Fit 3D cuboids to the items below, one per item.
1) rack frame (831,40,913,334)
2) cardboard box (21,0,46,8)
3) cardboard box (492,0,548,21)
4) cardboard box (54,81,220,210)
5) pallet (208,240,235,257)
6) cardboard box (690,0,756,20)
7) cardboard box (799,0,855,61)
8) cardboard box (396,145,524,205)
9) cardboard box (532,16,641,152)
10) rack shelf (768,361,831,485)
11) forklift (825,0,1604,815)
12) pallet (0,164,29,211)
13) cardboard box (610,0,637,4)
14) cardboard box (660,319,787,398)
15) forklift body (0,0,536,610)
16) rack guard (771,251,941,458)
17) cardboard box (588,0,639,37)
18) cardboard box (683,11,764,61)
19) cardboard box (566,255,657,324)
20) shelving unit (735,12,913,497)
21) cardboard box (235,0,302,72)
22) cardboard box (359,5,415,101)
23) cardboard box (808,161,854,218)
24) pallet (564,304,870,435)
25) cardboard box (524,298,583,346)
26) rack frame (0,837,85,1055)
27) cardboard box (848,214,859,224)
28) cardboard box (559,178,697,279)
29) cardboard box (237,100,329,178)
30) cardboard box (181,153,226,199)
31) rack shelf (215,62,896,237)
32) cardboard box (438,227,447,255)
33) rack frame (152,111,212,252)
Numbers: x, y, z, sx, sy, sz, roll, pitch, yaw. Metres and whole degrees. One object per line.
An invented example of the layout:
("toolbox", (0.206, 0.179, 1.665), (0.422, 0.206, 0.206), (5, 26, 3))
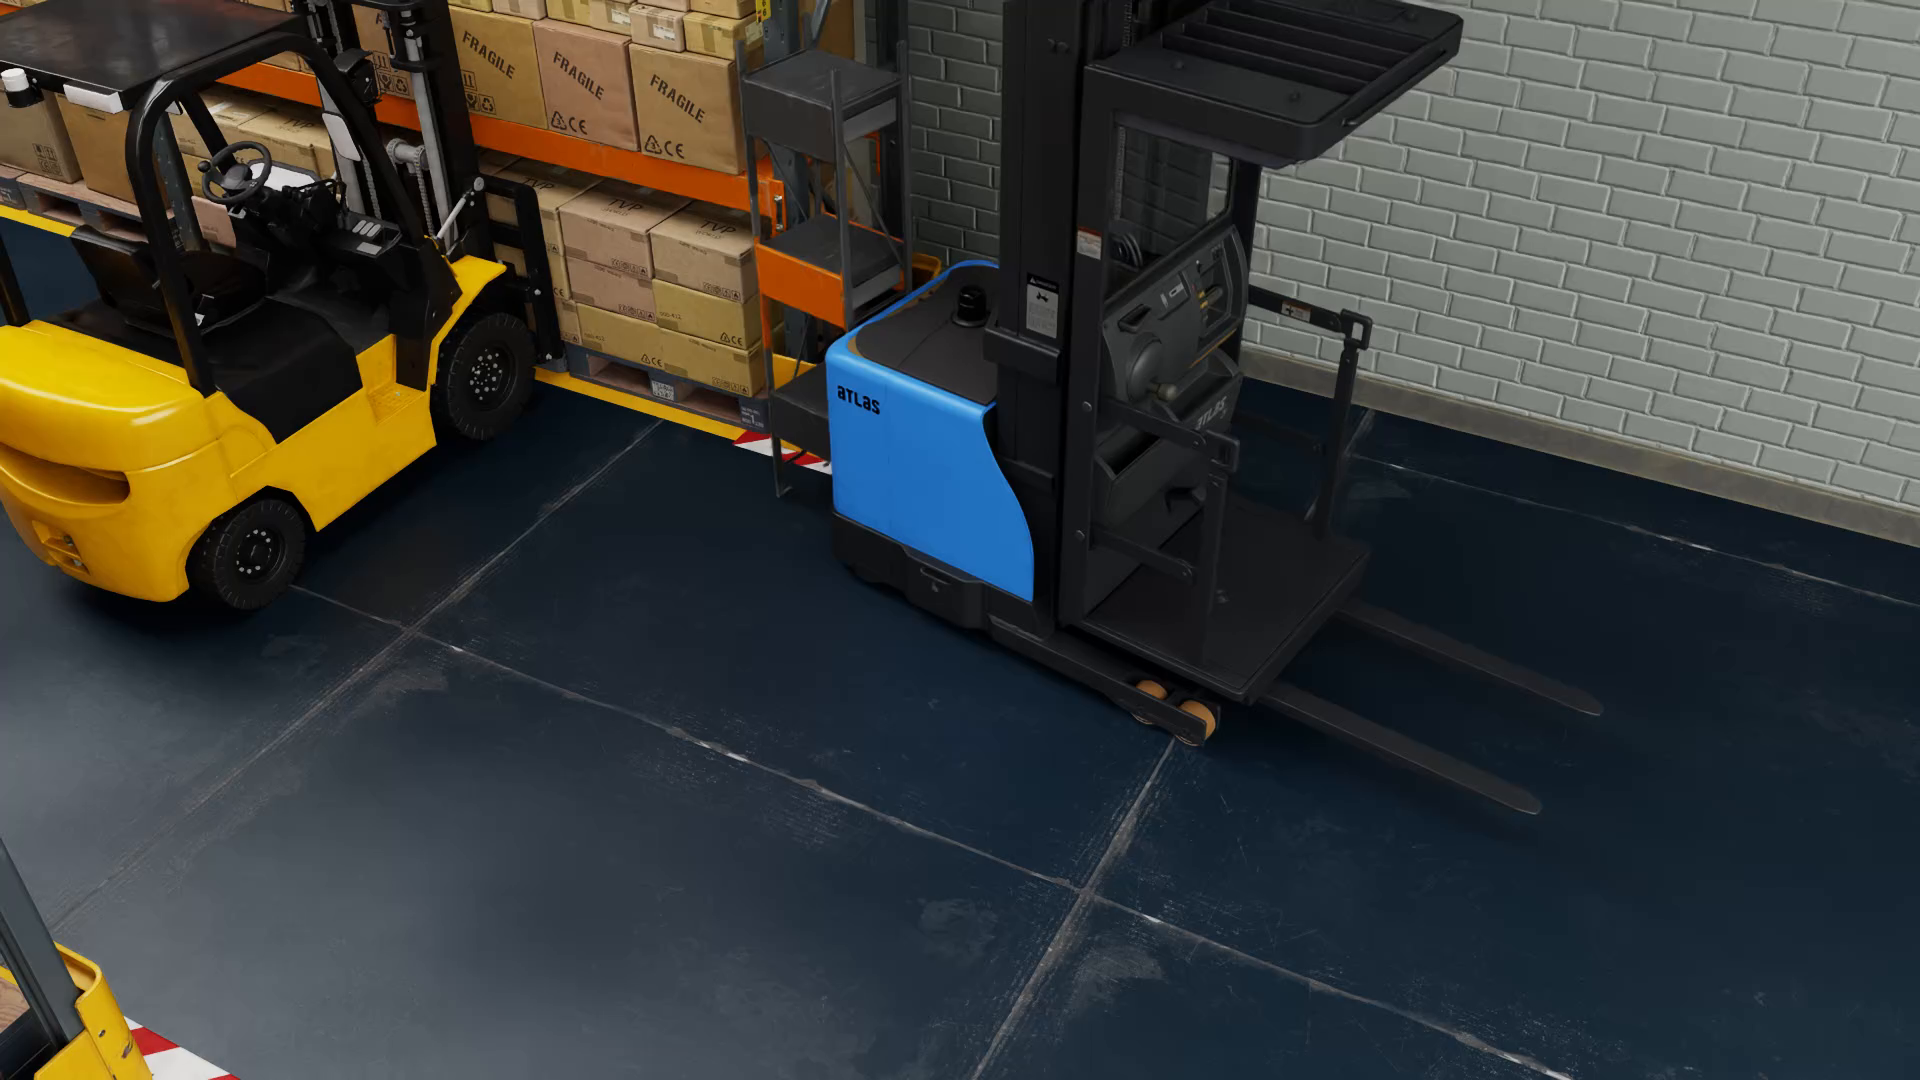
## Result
("rack frame", (-0.326, -0.944, 6.752), (0.015, 2.100, 0.400), (26, 44, 30))
("cardboard box", (-4.634, -2.982, 8.821), (0.500, 0.250, 0.500), (18, 41, 22))
("cardboard box", (-1.867, -2.458, 7.388), (0.250, 0.149, 0.380), (16, 40, 20))
("cardboard box", (-4.534, -2.402, 9.551), (0.625, 0.625, 0.875), (19, 41, 23))
("pallet", (-3.379, -1.688, 9.299), (1.213, 0.211, 1.003), (17, 41, 21))
("cardboard box", (-0.929, -2.333, 6.977), (0.250, 0.149, 0.380), (17, 41, 22))
("cardboard box", (-0.826, -2.256, 7.659), (0.500, 0.500, 0.500), (19, 41, 23))
("cardboard box", (-2.422, -1.779, 8.213), (0.500, 0.250, 0.500), (17, 40, 21))
("cardboard box", (-1.528, -2.115, 7.472), (0.500, 0.500, 0.500), (19, 41, 23))
("rack shelf", (-0.510, -0.465, 7.305), (0.480, 0.518, 0.431), (26, 44, 30))
("forklift", (0.943, -0.764, 5.832), (3.031, 2.935, 1.130), (24, 43, 28))
("pallet", (-5.826, -2.454, 10.308), (1.213, 0.211, 1.003), (17, 41, 21))
("cardboard box", (-1.407, -2.443, 7.122), (0.250, 0.149, 0.380), (18, 41, 22))
("cardboard box", (-1.077, -0.963, 7.964), (0.500, 0.250, 0.500), (18, 41, 22))
("forklift body", (-3.037, -1.139, 6.972), (1.214, 2.155, 2.313), (17, 41, 21))
("rack guard", (-0.493, -0.927, 8.058), (0.348, 0.500, 1.175), (17, 41, 21))
("cardboard box", (-1.394, -2.334, 7.225), (0.250, 0.149, 0.380), (18, 41, 22))
("cardboard box", (-0.951, -2.174, 7.014), (0.250, 0.149, 0.380), (18, 41, 22))
("cardboard box", (-1.530, -1.314, 8.013), (0.500, 0.250, 0.500), (17, 40, 21))
("shelving unit", (-0.516, -1.035, 6.876), (0.503, 2.100, 0.431), (26, 44, 30))
("cardboard box", (-3.322, -2.682, 8.220), (0.500, 0.500, 0.500), (18, 41, 22))
("cardboard box", (-2.435, -2.391, 7.836), (0.500, 0.500, 0.500), (18, 41, 22))
("cardboard box", (-0.854, -1.635, 8.023), (0.500, 0.250, 0.500), (17, 40, 21))
("pallet", (-1.212, -1.009, 8.405), (1.213, 0.211, 1.003), (17, 41, 21))
("cardboard box", (-1.954, -1.250, 8.343), (0.500, 0.250, 0.500), (18, 41, 22))
("rack frame", (-2.793, 0.736, 3.799), (0.127, 3.000, 1.000), (17, 41, 21))
("cardboard box", (-0.836, -1.443, 8.184), (0.500, 0.250, 0.500), (18, 41, 22))
("cardboard box", (-1.523, -1.499, 7.844), (0.500, 0.250, 0.500), (18, 41, 22))
("cardboard box", (-3.331, -2.062, 8.585), (0.500, 0.250, 0.500), (17, 41, 22))
("cardboard box", (-3.778, -2.013, 8.934), (0.500, 0.250, 0.500), (17, 40, 21))
("rack shelf", (-2.290, -2.199, 8.261), (4.000, 0.370, 1.077), (17, 41, 21))
("cardboard box", (-2.441, -1.587, 8.373), (0.500, 0.250, 0.500), (17, 40, 21))
("rack frame", (-4.066, -3.042, 8.776), (0.127, 3.000, 1.000), (17, 41, 21))
